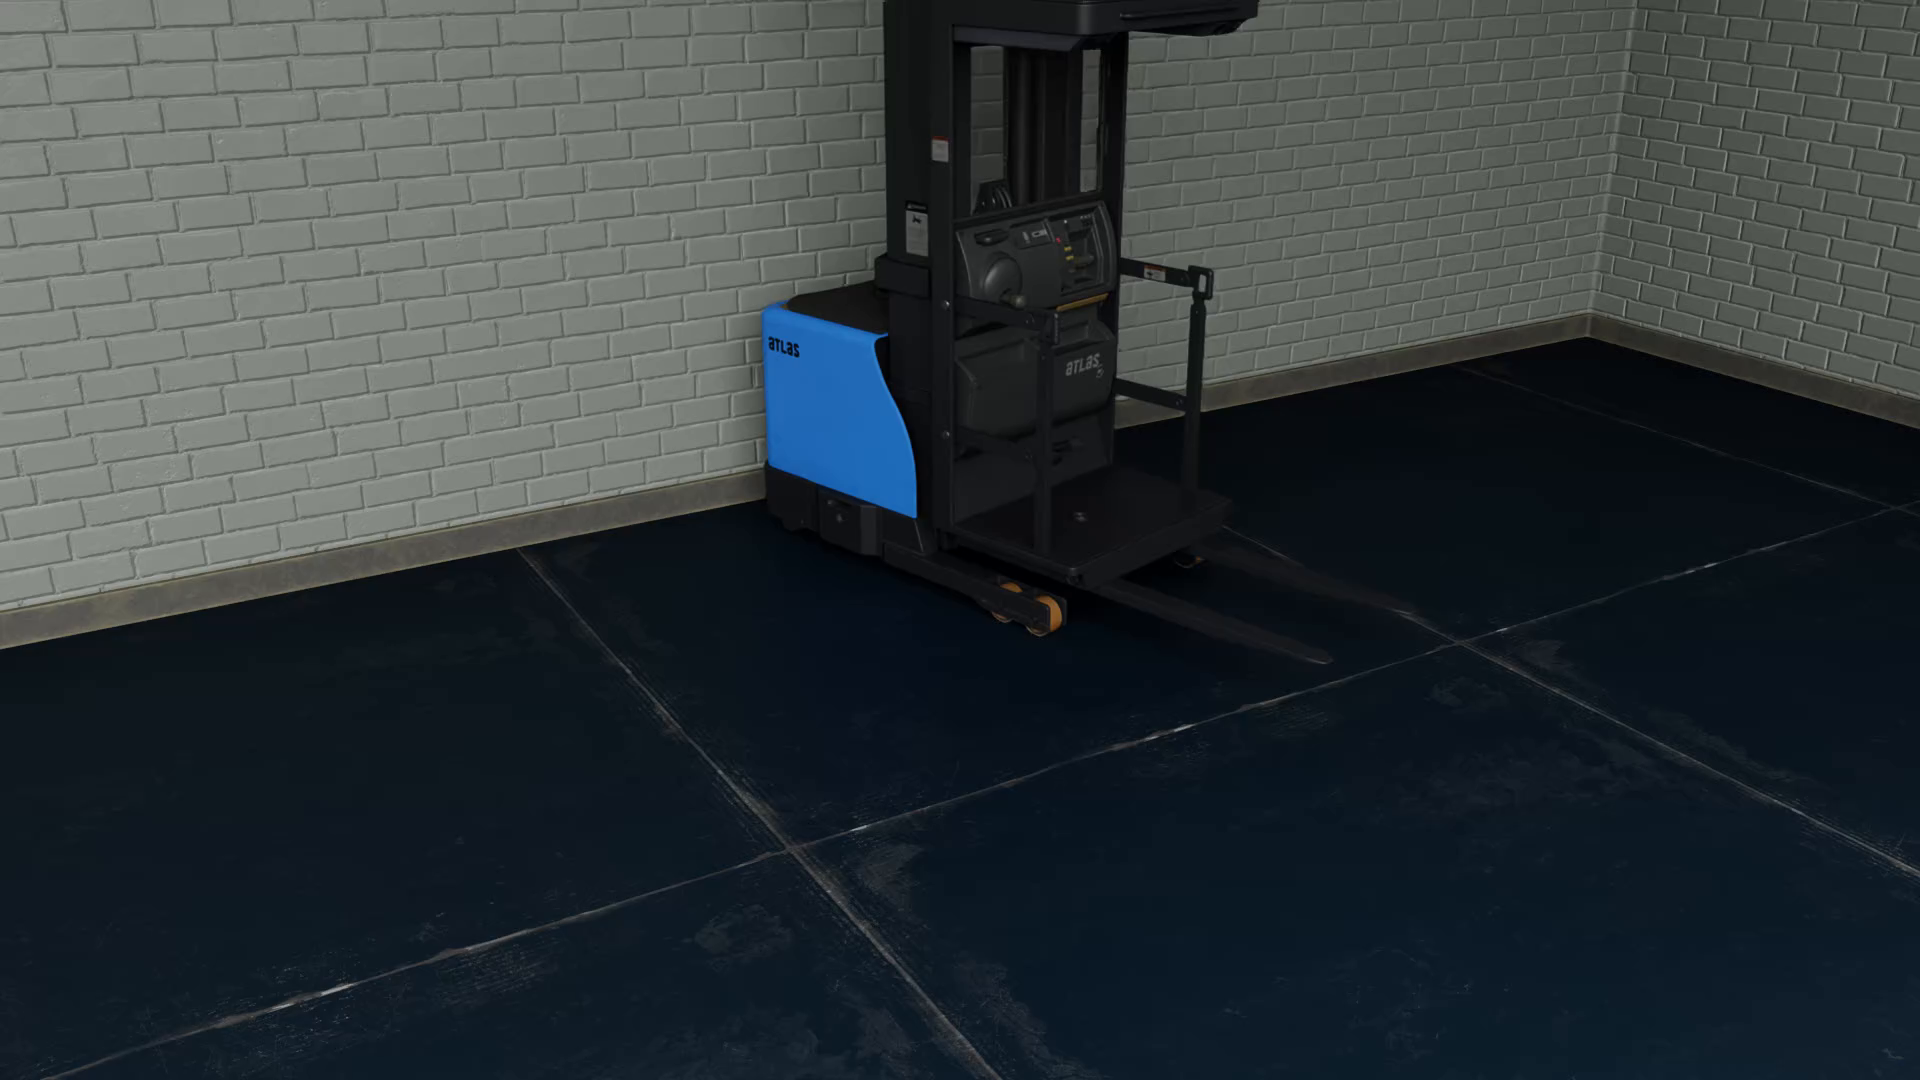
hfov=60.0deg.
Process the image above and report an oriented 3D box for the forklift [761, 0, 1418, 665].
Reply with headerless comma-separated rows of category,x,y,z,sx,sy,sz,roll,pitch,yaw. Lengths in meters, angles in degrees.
forklift,0.483,-1.182,6.828,3.031,2.935,1.130,20,29,40
